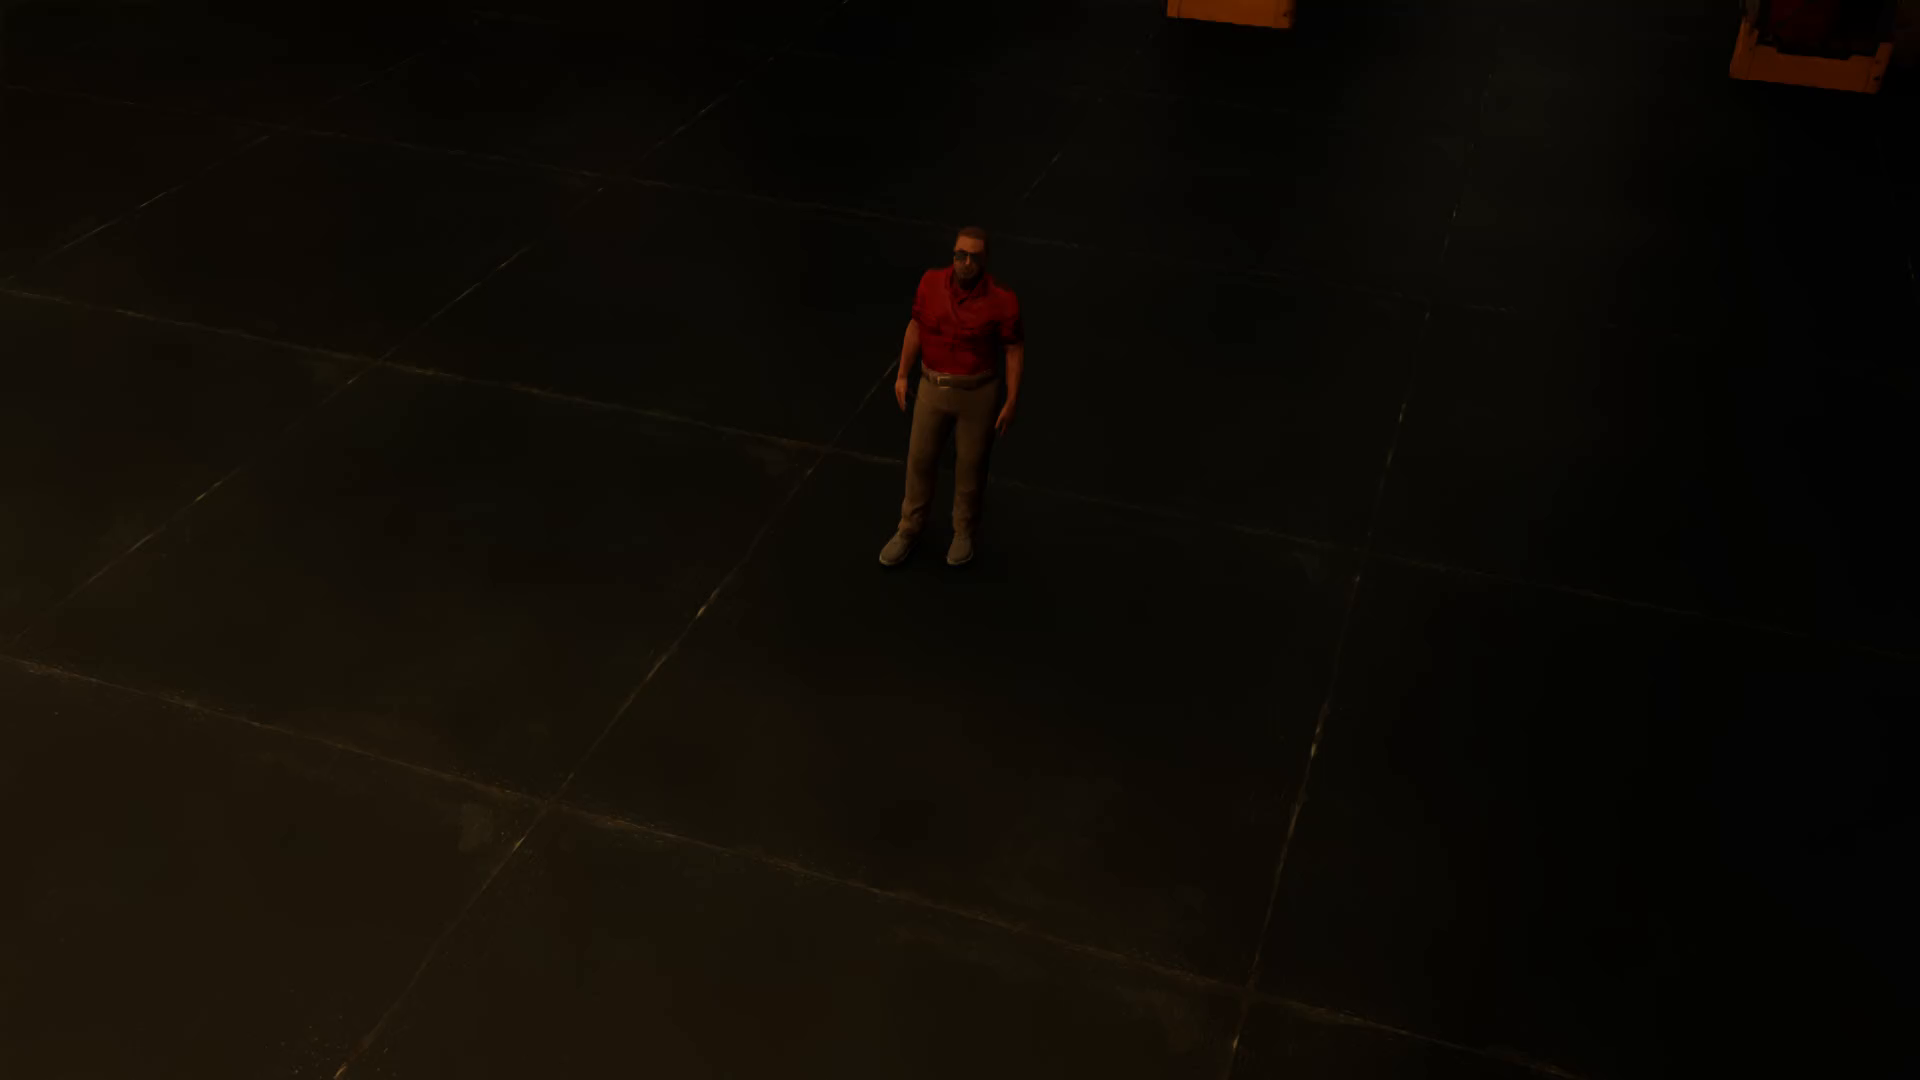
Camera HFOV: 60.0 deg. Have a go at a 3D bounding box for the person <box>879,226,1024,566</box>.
[{"bbox_3d":[-0.041,-0.664,8.075,0.640,1.726,0.550,12,37,16],"label":"person"}]
